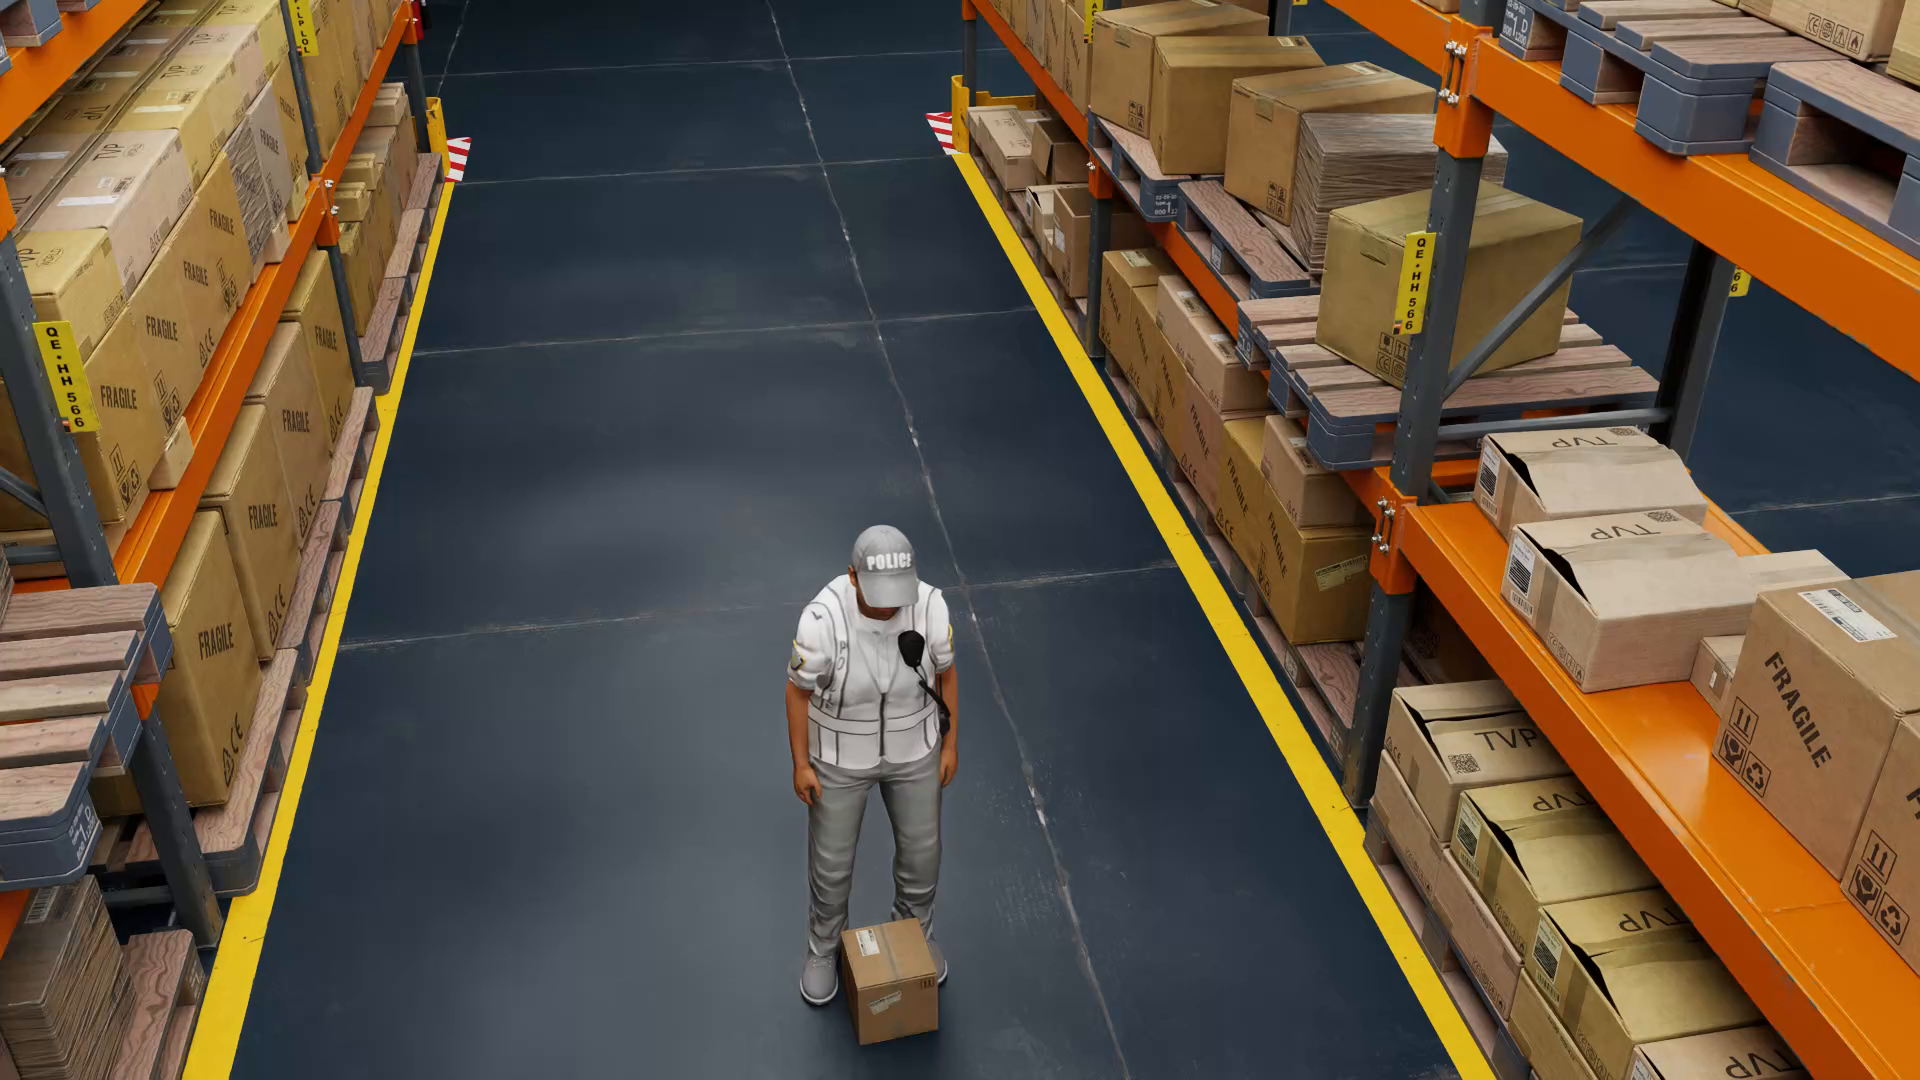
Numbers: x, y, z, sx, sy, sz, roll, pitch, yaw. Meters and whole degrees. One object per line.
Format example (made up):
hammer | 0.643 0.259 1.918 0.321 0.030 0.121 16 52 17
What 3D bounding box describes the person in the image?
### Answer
person | -0.261 0.663 5.019 0.549 1.664 0.470 -7 32 -11
